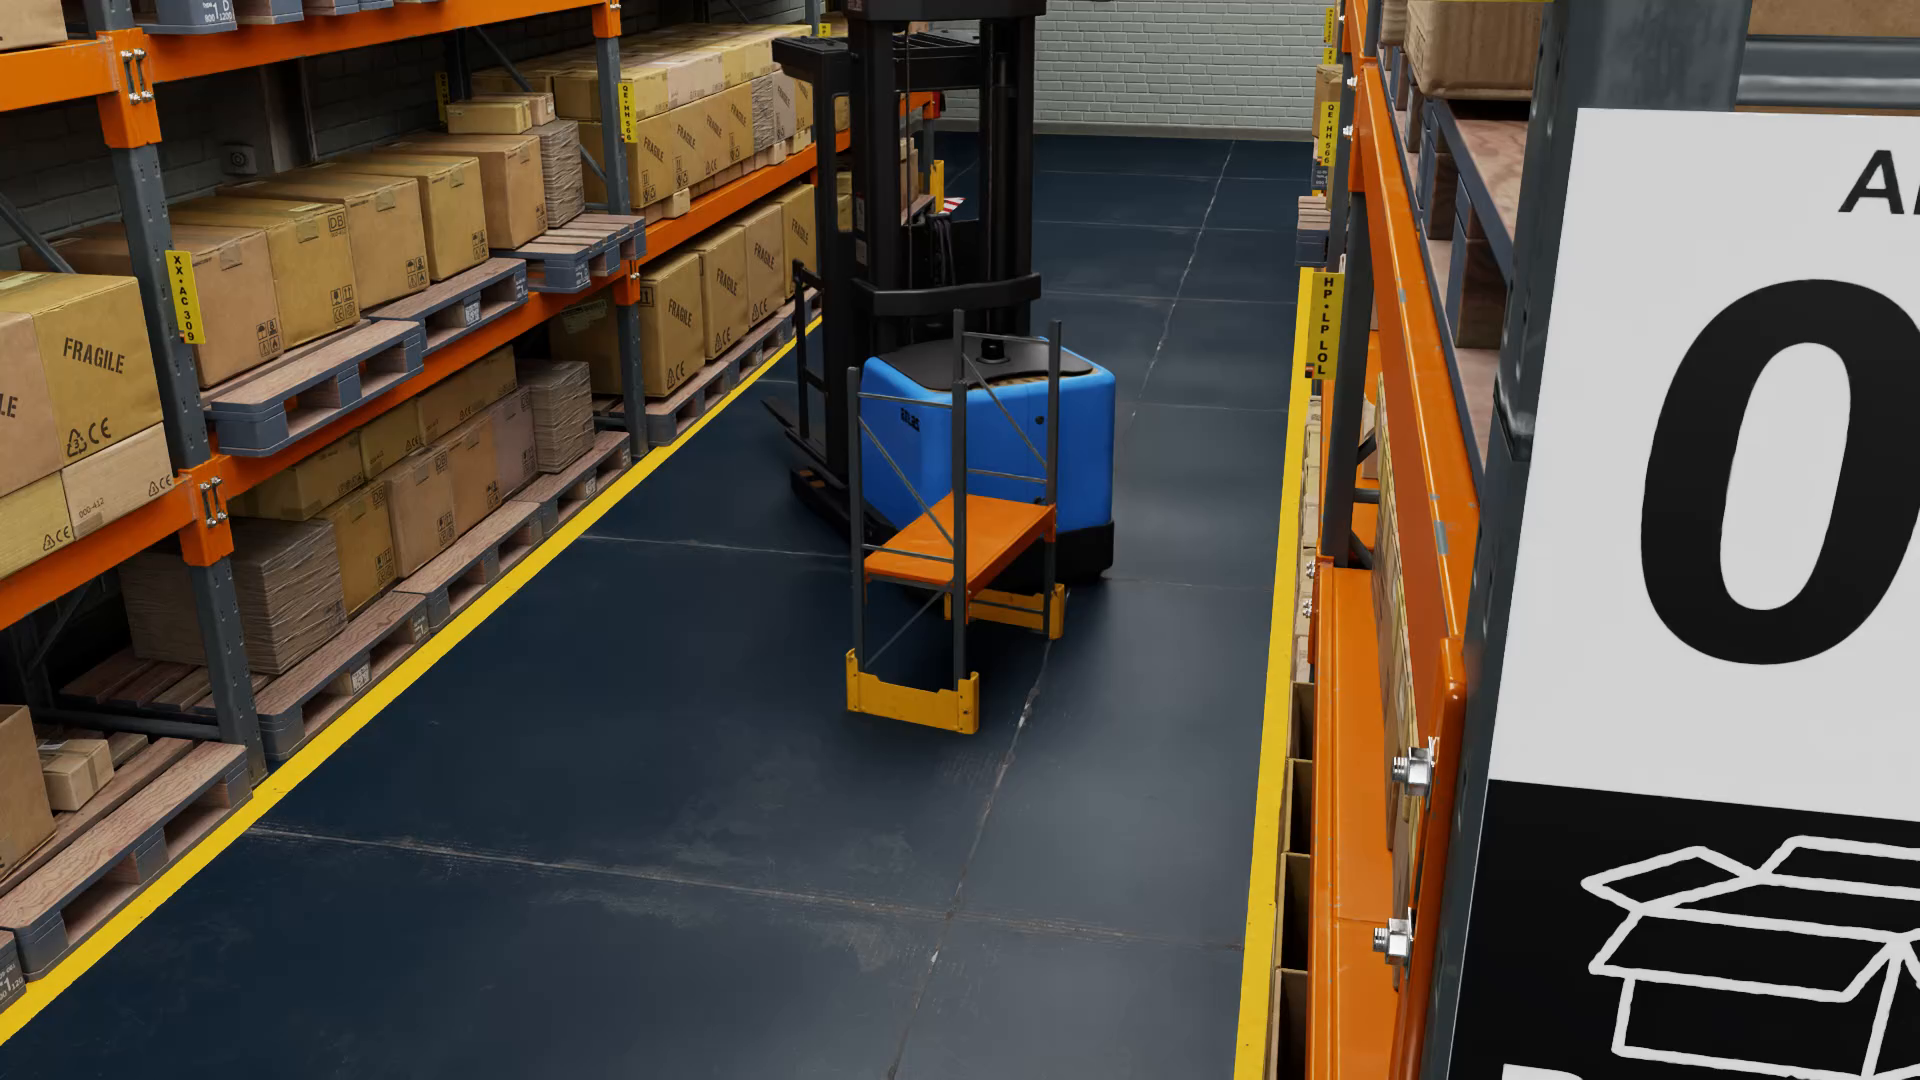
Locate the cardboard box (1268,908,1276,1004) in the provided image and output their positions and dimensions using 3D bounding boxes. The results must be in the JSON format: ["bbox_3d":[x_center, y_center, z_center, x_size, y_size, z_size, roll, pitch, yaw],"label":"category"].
[{"bbox_3d":[1.130,1.309,4.707,0.500,0.250,0.500,4,22,11],"label":"cardboard box"}]

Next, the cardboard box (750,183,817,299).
[{"bbox_3d":[-1.595,-2.353,12.996,0.750,0.750,0.750,5,22,12],"label":"cardboard box"}]

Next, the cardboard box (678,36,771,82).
[{"bbox_3d":[-1.652,-3.381,11.671,0.500,0.250,0.500,5,22,12],"label":"cardboard box"}]

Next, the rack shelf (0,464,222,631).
[{"bbox_3d":[-3.630,0.588,4.341,1.077,0.370,4.000,4,22,11],"label":"rack shelf"}]

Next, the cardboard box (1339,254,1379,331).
[{"bbox_3d":[2.073,-1.210,7.962,0.500,0.311,0.500,4,22,10],"label":"cardboard box"}]

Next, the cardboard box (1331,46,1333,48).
[{"bbox_3d":[3.729,-4.394,15.614,0.500,0.500,0.500,5,22,12],"label":"cardboard box"}]

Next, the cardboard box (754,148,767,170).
[{"bbox_3d":[-1.618,-2.779,12.049,0.380,0.149,0.250,4,22,11],"label":"cardboard box"}]

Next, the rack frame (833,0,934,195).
[{"bbox_3d":[-0.773,-4.866,16.920,1.000,3.000,0.127,4,22,11],"label":"rack frame"}]

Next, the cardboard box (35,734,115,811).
[{"bbox_3d":[-3.301,0.831,5.978,0.380,0.166,0.250,2,22,4],"label":"cardboard box"}]

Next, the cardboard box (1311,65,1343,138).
[{"bbox_3d":[2.945,-3.111,11.868,0.700,0.500,0.500,-3,22,-7],"label":"cardboard box"}]

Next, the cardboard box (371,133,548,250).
[{"bbox_3d":[-2.579,-1.811,8.613,0.700,0.500,0.500,2,22,6],"label":"cardboard box"}]

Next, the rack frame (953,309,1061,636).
[{"bbox_3d":[0.204,-0.289,7.563,0.500,1.500,0.032,9,24,22],"label":"rack frame"}]

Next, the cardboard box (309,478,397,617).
[{"bbox_3d":[-3.031,0.015,7.558,0.700,0.500,0.500,4,22,10],"label":"cardboard box"}]

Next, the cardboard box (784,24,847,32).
[{"bbox_3d":[-1.169,-4.272,15.045,0.980,0.700,0.700,3,22,8],"label":"cardboard box"}]

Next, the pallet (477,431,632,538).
[{"bbox_3d":[-2.566,-0.361,9.467,1.003,0.211,1.213,4,22,11],"label":"pallet"}]

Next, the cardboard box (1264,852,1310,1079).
[{"bbox_3d":[1.024,1.144,4.114,0.500,0.500,0.500,4,22,11],"label":"cardboard box"}]

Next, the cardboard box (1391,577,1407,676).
[{"bbox_3d":[1.072,0.202,3.334,0.380,0.149,0.250,4,22,10],"label":"cardboard box"}]

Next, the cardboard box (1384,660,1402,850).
[{"bbox_3d":[1.337,0.392,3.731,0.700,0.500,0.500,5,22,12],"label":"cardboard box"}]

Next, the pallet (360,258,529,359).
[{"bbox_3d":[-2.769,-1.124,7.886,1.003,0.211,1.213,4,22,11],"label":"pallet"}]

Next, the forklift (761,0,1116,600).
[{"bbox_3d":[-0.310,-1.588,8.873,1.130,2.935,3.031,-10,24,-23],"label":"forklift"}]

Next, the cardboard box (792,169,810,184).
[{"bbox_3d":[-1.402,-3.256,14.839,0.380,0.149,0.250,4,22,9],"label":"cardboard box"}]

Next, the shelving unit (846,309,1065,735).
[{"bbox_3d":[0.002,-0.118,7.140,0.587,1.500,1.083,9,24,22],"label":"shelving unit"}]

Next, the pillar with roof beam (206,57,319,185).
[{"bbox_3d":[0.697,-3.985,6.703,9.100,9.000,0.400,4,22,11],"label":"pillar with roof beam"}]

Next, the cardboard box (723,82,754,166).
[{"bbox_3d":[-1.739,-2.855,11.368,0.500,0.500,0.500,5,22,12],"label":"cardboard box"}]

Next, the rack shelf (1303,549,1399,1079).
[{"bbox_3d":[1.221,0.964,3.407,1.077,0.370,4.000,4,22,11],"label":"rack shelf"}]

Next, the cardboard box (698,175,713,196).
[{"bbox_3d":[-1.876,-2.408,11.127,0.380,0.149,0.250,5,22,12],"label":"cardboard box"}]

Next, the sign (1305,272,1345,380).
[{"bbox_3d":[1.095,-0.639,4.981,0.100,0.325,0.005,4,22,11],"label":"sign"}]

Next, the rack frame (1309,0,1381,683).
[{"bbox_3d":[1.629,-0.101,5.089,1.000,3.000,0.127,4,22,11],"label":"rack frame"}]

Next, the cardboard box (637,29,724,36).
[{"bbox_3d":[-2.038,-3.604,12.225,0.500,0.250,0.500,5,22,12],"label":"cardboard box"}]

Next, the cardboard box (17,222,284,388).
[{"bbox_3d":[-3.084,-0.911,6.378,0.700,0.500,0.500,5,22,11],"label":"cardboard box"}]

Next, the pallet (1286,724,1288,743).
[{"bbox_3d":[1.741,0.920,6.286,1.003,0.211,1.213,4,22,11],"label":"pallet"}]

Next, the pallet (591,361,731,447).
[{"bbox_3d":[-2.171,-0.929,10.878,1.003,0.211,1.213,4,22,11],"label":"pallet"}]

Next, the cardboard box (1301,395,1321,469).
[{"bbox_3d":[2.050,-0.574,8.631,0.500,0.311,0.500,5,23,13],"label":"cardboard box"}]

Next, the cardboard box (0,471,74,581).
[{"bbox_3d":[-3.131,-0.039,5.109,0.500,0.250,0.500,5,22,11],"label":"cardboard box"}]

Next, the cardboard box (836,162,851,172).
[{"bbox_3d":[-0.981,-3.307,14.965,0.380,0.149,0.250,4,22,9],"label":"cardboard box"}]

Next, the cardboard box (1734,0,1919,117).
[{"bbox_3d":[0.934,-0.547,1.293,0.797,0.503,0.637,6,23,15],"label":"cardboard box"}]

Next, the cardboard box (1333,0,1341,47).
[{"bbox_3d":[3.420,-4.297,14.036,0.500,0.500,0.500,4,22,10],"label":"cardboard box"}]

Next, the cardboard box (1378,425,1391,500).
[{"bbox_3d":[1.282,-0.178,4.279,0.380,0.149,0.250,4,22,10],"label":"cardboard box"}]

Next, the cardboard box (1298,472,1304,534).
[{"bbox_3d":[1.949,-0.130,8.279,0.500,0.250,0.500,4,22,9],"label":"cardboard box"}]

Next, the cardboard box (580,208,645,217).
[{"bbox_3d":[-2.112,-1.935,9.953,0.380,0.149,0.250,4,22,10],"label":"cardboard box"}]

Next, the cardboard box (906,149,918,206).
[{"bbox_3d":[-0.818,-3.637,16.654,0.700,0.500,0.500,4,22,11],"label":"cardboard box"}]

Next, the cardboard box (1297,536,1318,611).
[{"bbox_3d":[1.635,0.177,6.767,0.500,0.311,0.500,4,22,11],"label":"cardboard box"}]

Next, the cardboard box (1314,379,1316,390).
[{"bbox_3d":[2.512,-1.157,10.469,0.500,0.500,0.500,4,22,9],"label":"cardboard box"}]

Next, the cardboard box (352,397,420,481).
[{"bbox_3d":[-2.899,-0.492,7.813,0.500,0.250,0.500,4,22,9],"label":"cardboard box"}]

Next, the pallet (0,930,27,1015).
[{"bbox_3d":[-3.571,1.512,4.816,1.003,0.211,1.213,4,22,11],"label":"pallet"}]

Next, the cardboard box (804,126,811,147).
[{"bbox_3d":[-1.381,-3.150,12.970,0.380,0.149,0.250,5,22,11],"label":"cardboard box"}]

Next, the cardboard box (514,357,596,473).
[{"bbox_3d":[-2.501,-0.717,9.376,0.700,0.500,0.500,5,22,12],"label":"cardboard box"}]

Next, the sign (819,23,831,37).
[{"bbox_3d":[-1.056,-3.865,12.992,0.100,0.325,0.005,4,22,11],"label":"sign"}]

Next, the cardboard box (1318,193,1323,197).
[{"bbox_3d":[3.587,-3.058,15.523,0.500,0.250,0.500,4,22,11],"label":"cardboard box"}]

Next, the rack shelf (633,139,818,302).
[{"bbox_3d":[-1.997,-2.338,11.606,1.077,0.370,4.000,4,22,11],"label":"rack shelf"}]

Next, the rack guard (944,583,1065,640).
[{"bbox_3d":[0.204,0.291,7.796,0.587,0.250,0.087,9,24,22],"label":"rack guard"}]

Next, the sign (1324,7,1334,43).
[{"bbox_3d":[3.546,-4.932,15.926,0.100,0.325,0.005,4,22,11],"label":"sign"}]
